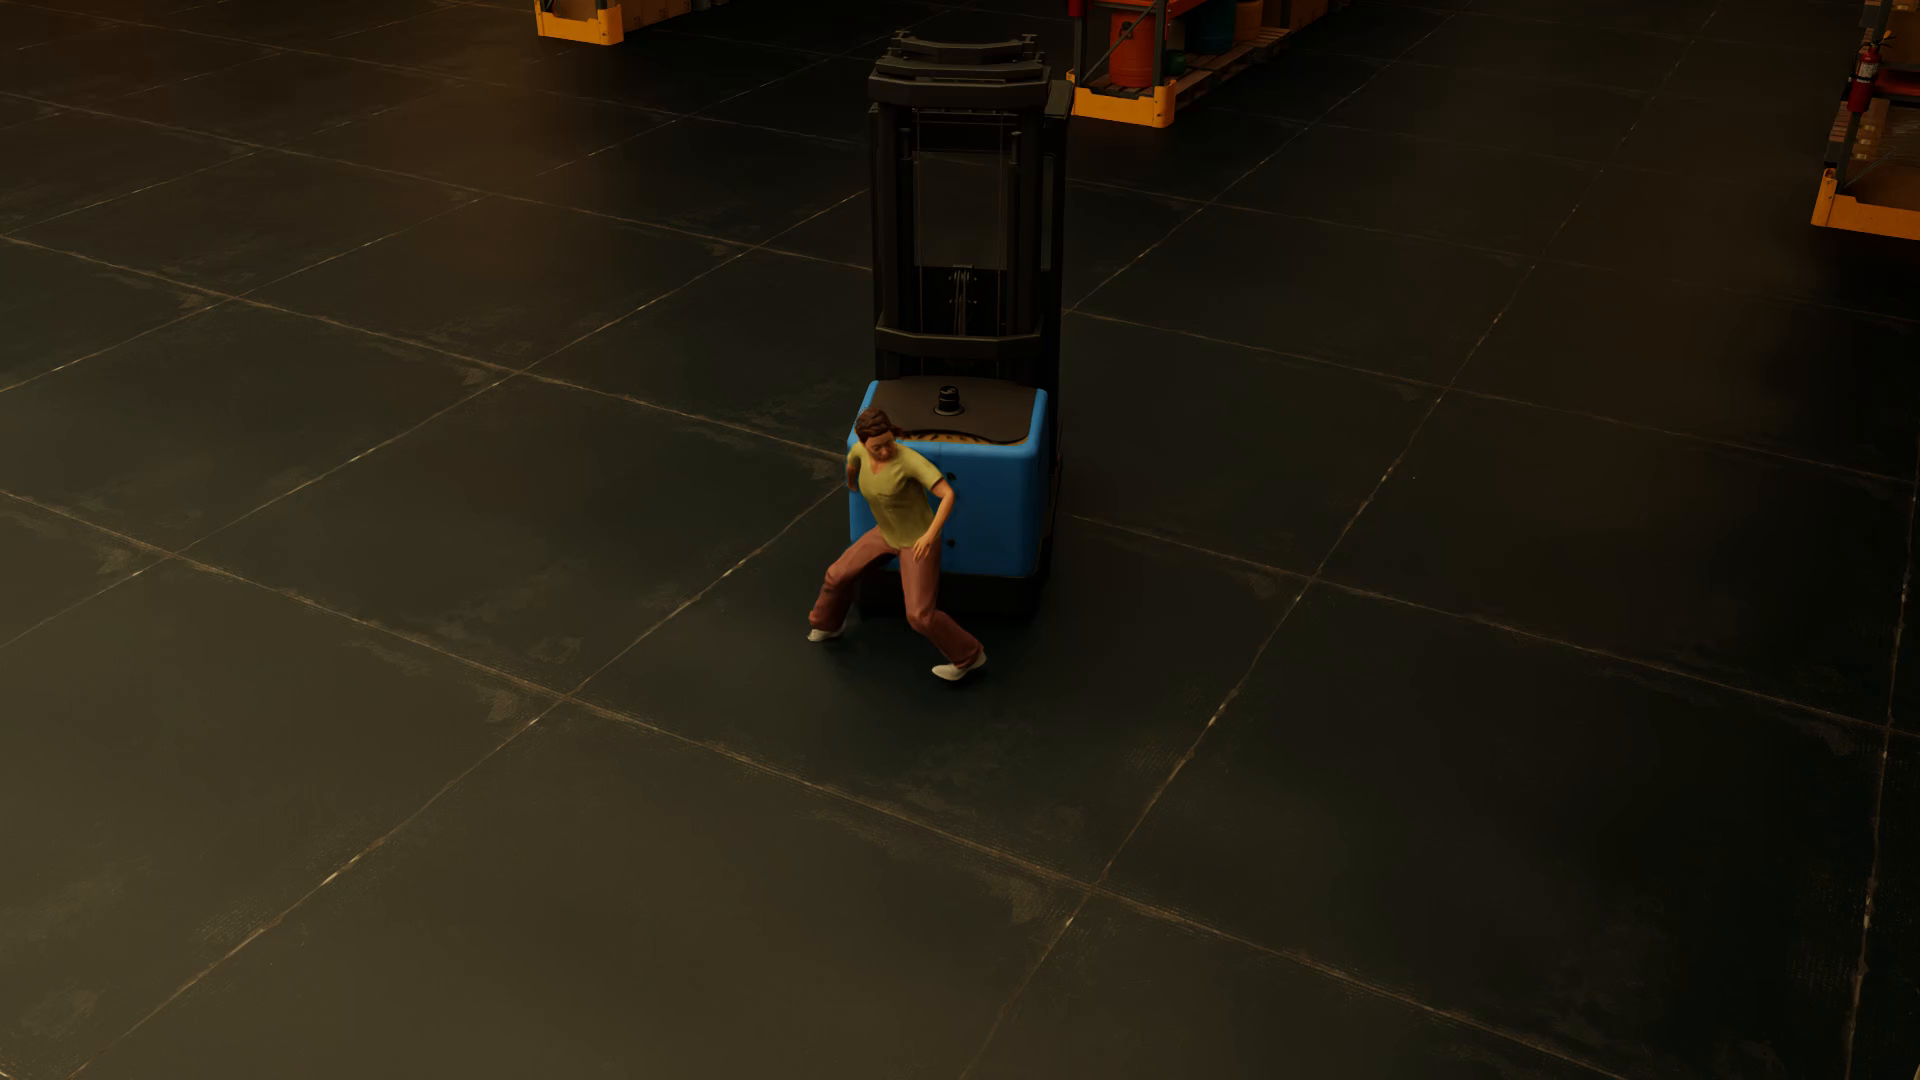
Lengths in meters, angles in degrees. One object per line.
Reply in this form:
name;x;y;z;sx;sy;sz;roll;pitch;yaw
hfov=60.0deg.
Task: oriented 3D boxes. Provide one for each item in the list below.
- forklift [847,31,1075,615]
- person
forklift;0.072;-1.572;9.794;1.130;2.935;3.031;3;30;6
person;-0.371;0.011;8.564;0.521;1.615;1.010;-26;39;-37
